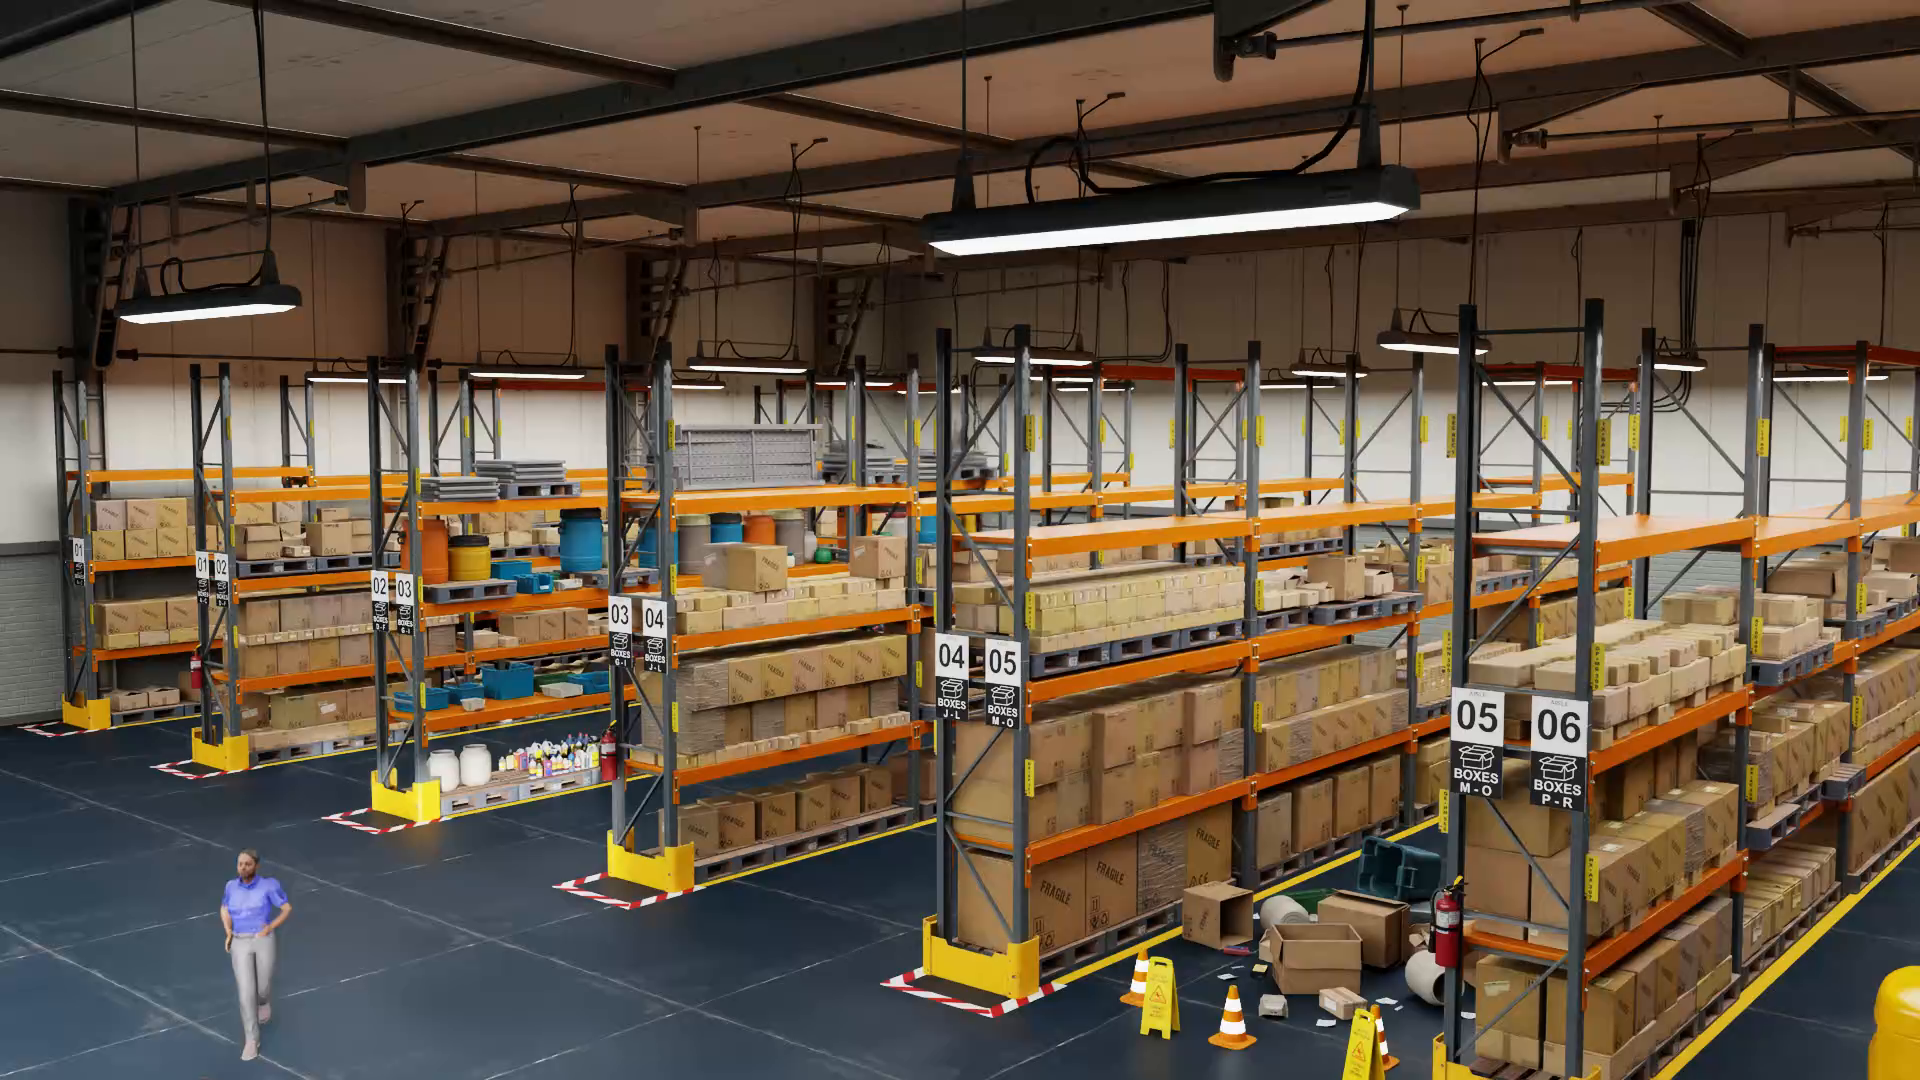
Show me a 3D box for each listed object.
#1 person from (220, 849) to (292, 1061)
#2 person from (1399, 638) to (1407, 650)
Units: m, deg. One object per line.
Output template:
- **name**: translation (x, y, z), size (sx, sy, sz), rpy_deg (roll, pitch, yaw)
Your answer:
- **person**: translation (-5.822, 3.359, 13.743), size (0.574, 1.648, 0.772), rpy_deg (-1, 4, -13)
- **person**: translation (6.931, 2.472, 25.909), size (0.670, 1.730, 0.784), rpy_deg (4, 6, 43)
